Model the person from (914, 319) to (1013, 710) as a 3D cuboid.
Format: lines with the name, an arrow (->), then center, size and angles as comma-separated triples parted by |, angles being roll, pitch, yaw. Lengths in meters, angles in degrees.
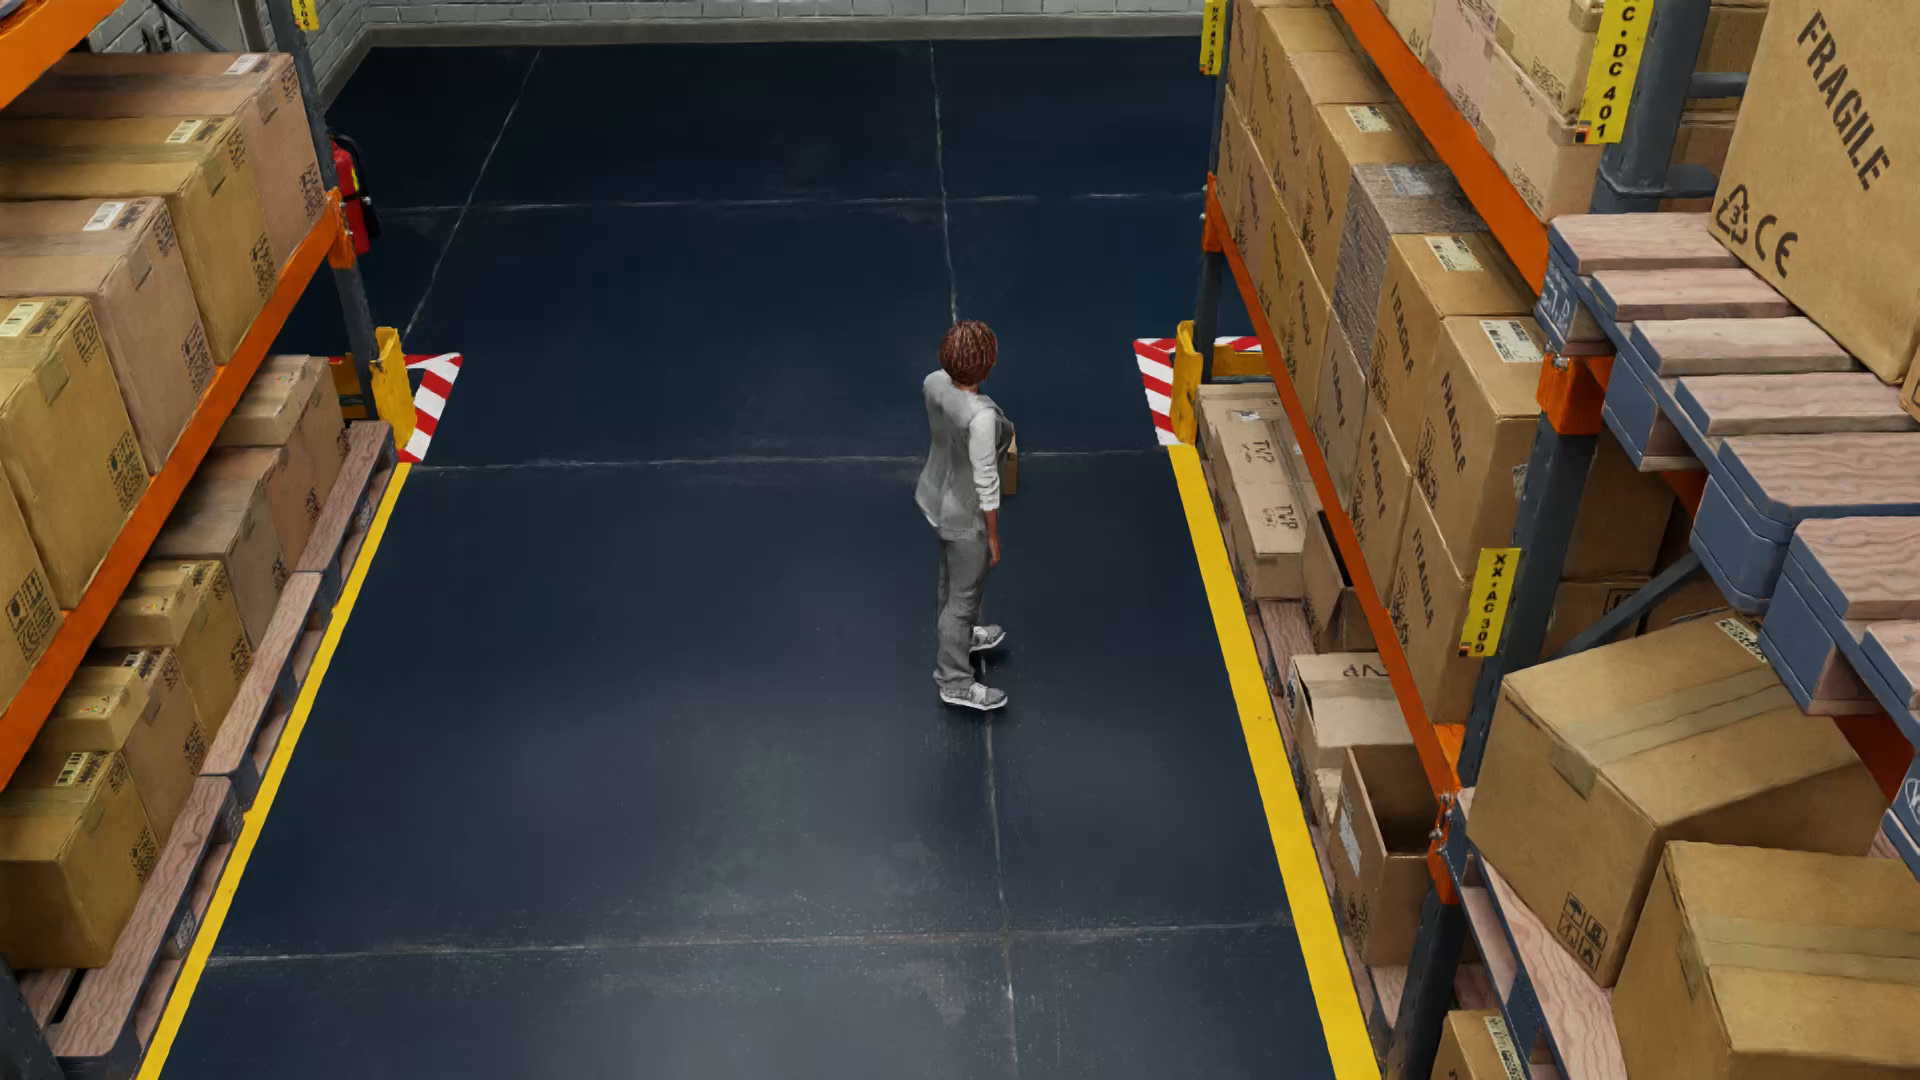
person -> 0.052, -0.110, 6.263 | 0.421, 1.603, 0.489 | -17, 39, -22
